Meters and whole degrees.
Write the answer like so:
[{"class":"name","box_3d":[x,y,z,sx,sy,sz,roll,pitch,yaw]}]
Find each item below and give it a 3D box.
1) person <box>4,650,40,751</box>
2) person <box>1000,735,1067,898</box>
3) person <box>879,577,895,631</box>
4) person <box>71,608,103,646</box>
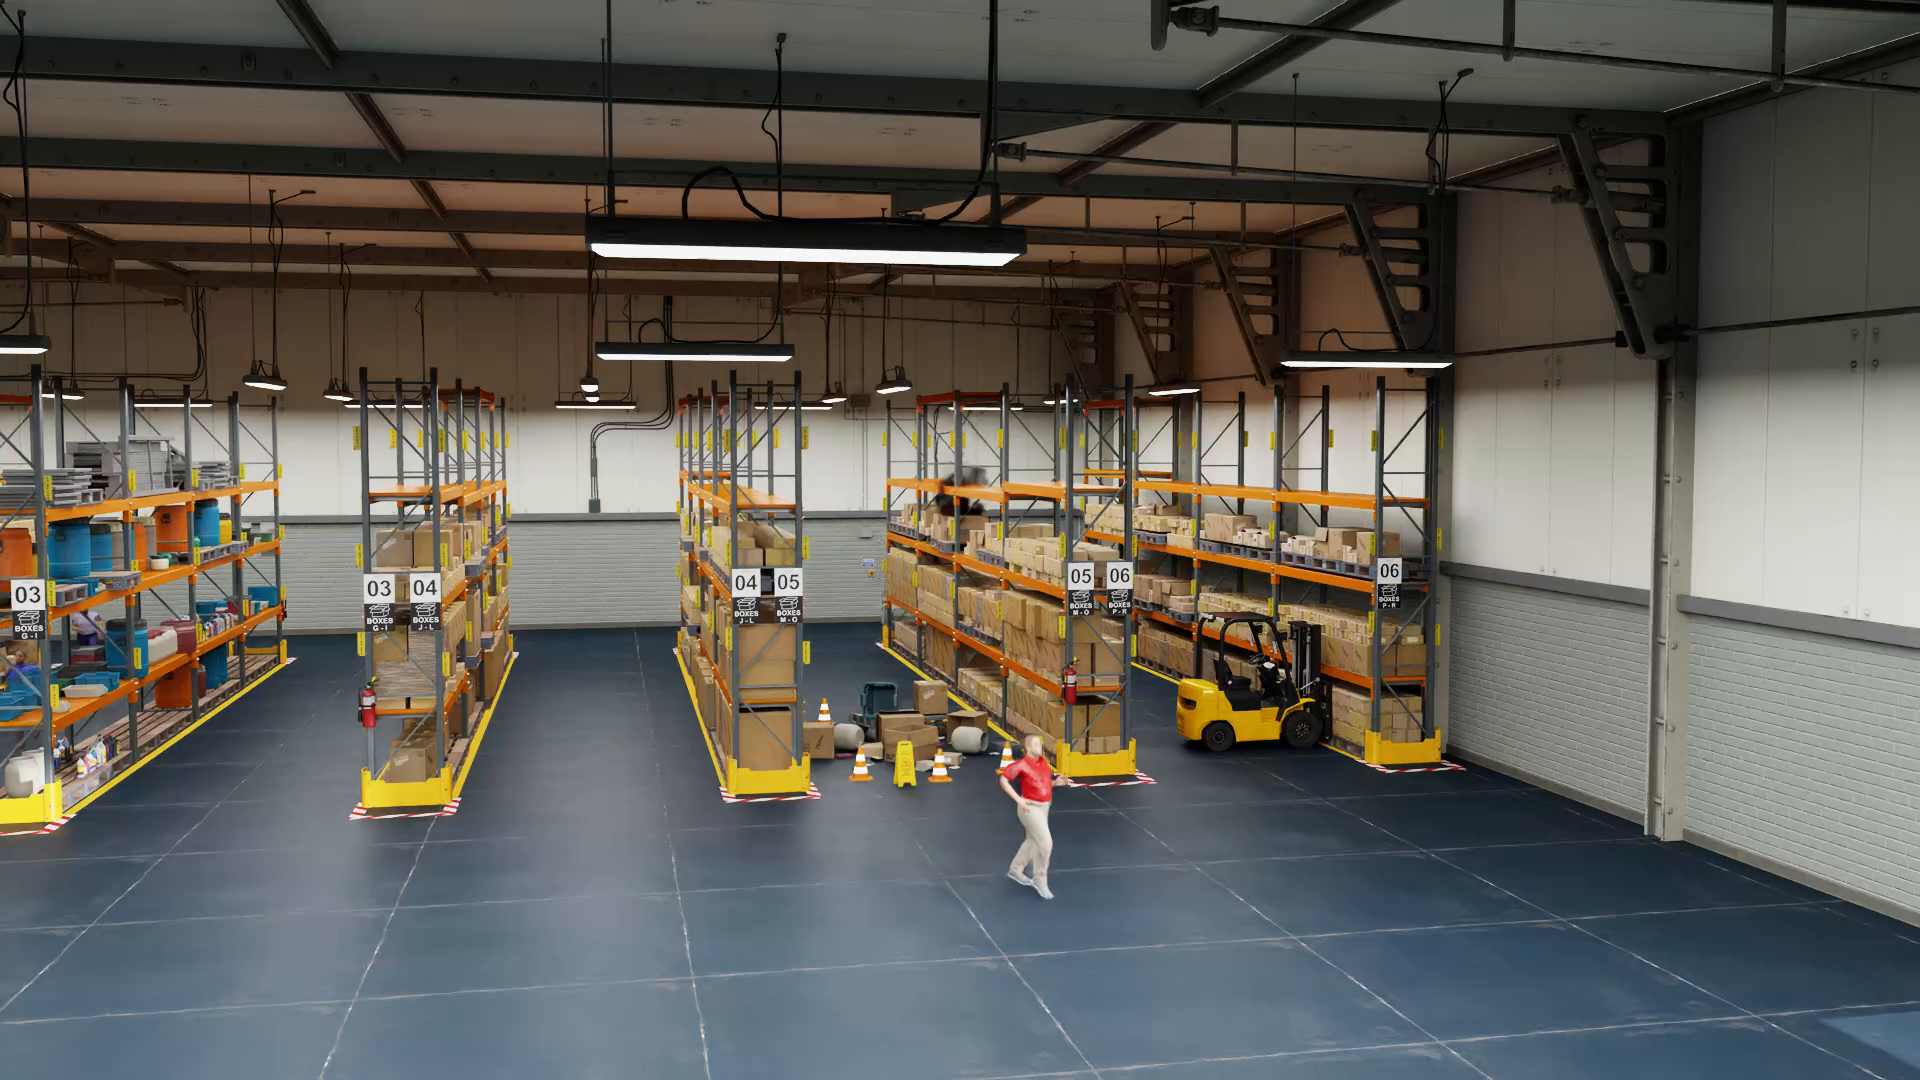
[{"class":"person","box_3d":[-15.213,2.581,27.002,0.596,1.612,0.694,-1,3,-8]},{"class":"person","box_3d":[0.828,3.054,18.414,0.745,1.798,0.639,2,4,29]},{"class":"person","box_3d":[-1.791,1.715,41.760,0.507,1.609,0.665,1,3,9]},{"class":"person","box_3d":[-18.325,2.134,34.898,0.570,1.709,0.770,-1,4,-18]}]
